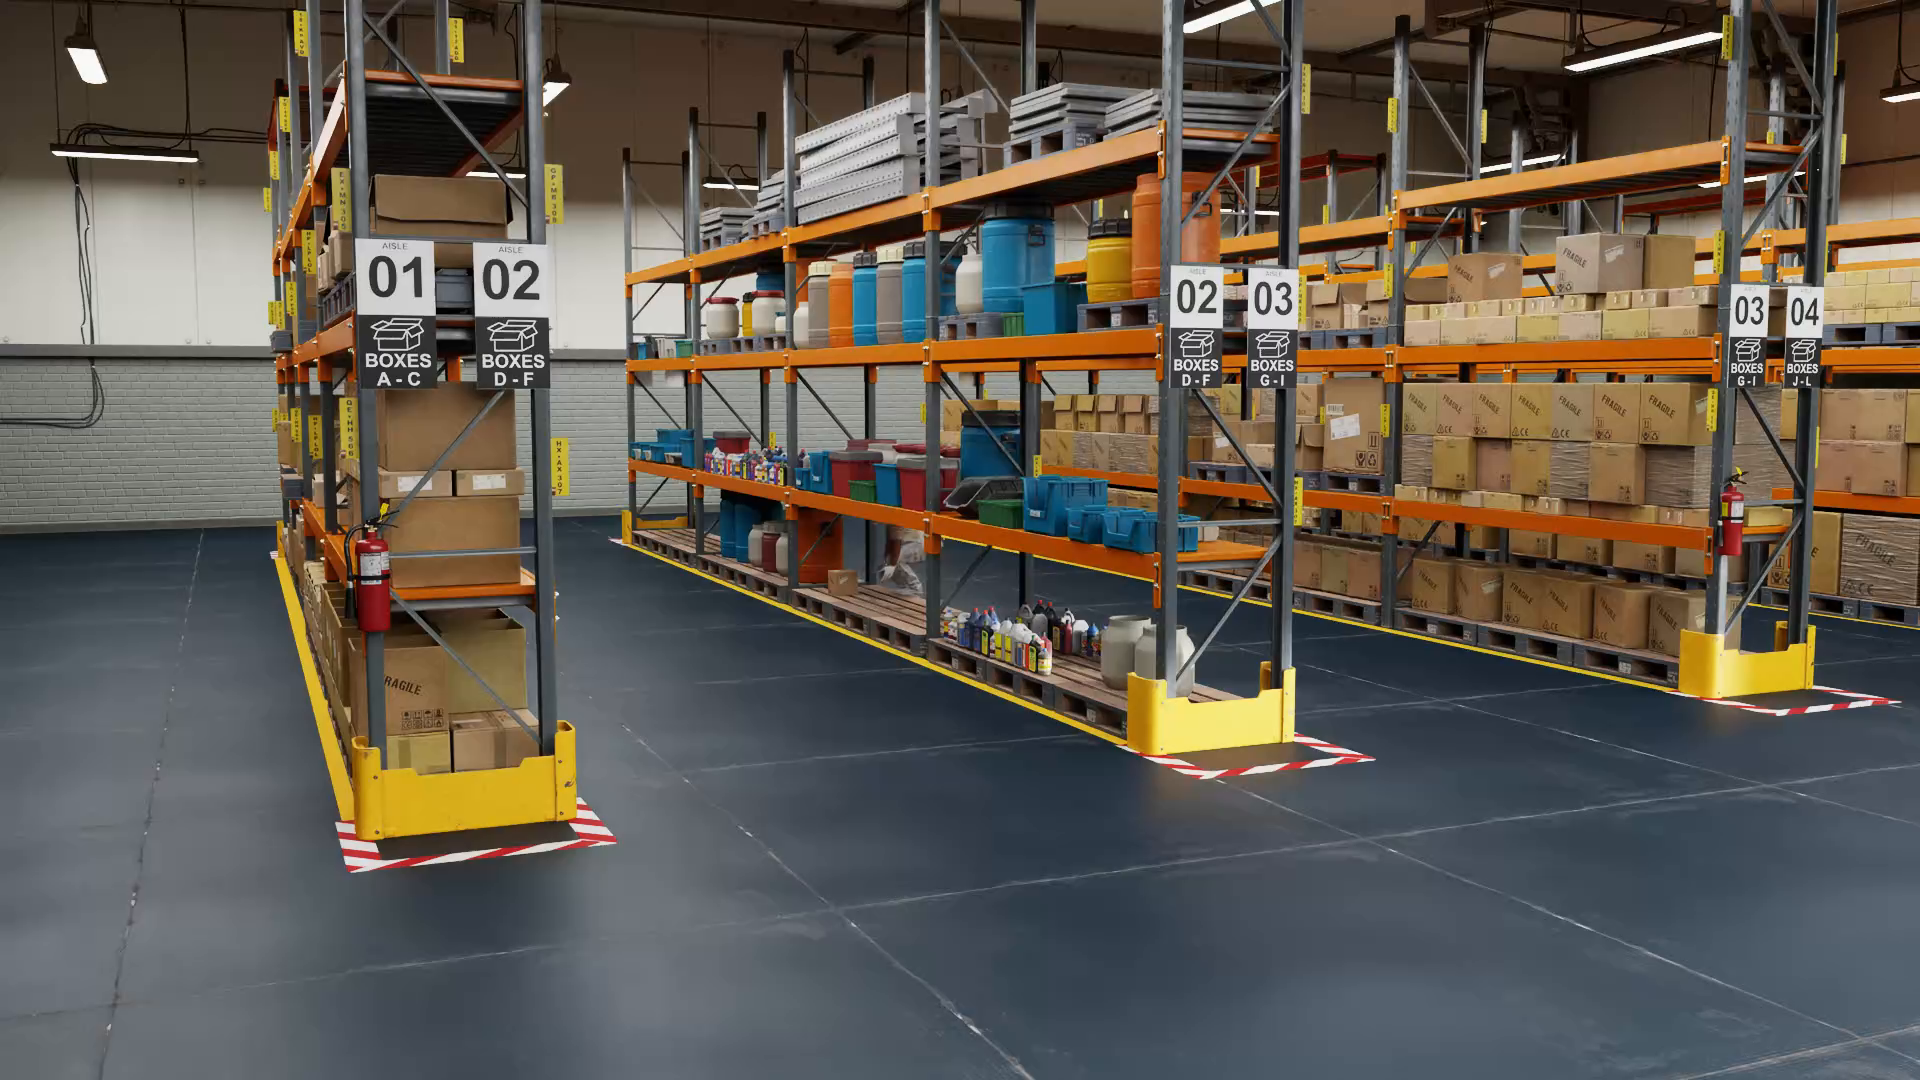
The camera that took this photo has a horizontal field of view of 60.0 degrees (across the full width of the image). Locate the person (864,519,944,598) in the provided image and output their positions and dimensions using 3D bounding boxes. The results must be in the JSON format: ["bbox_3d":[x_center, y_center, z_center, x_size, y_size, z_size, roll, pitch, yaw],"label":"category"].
[{"bbox_3d":[-0.605,0.165,17.723,0.861,1.247,0.609,-1,5,-7],"label":"person"}]
